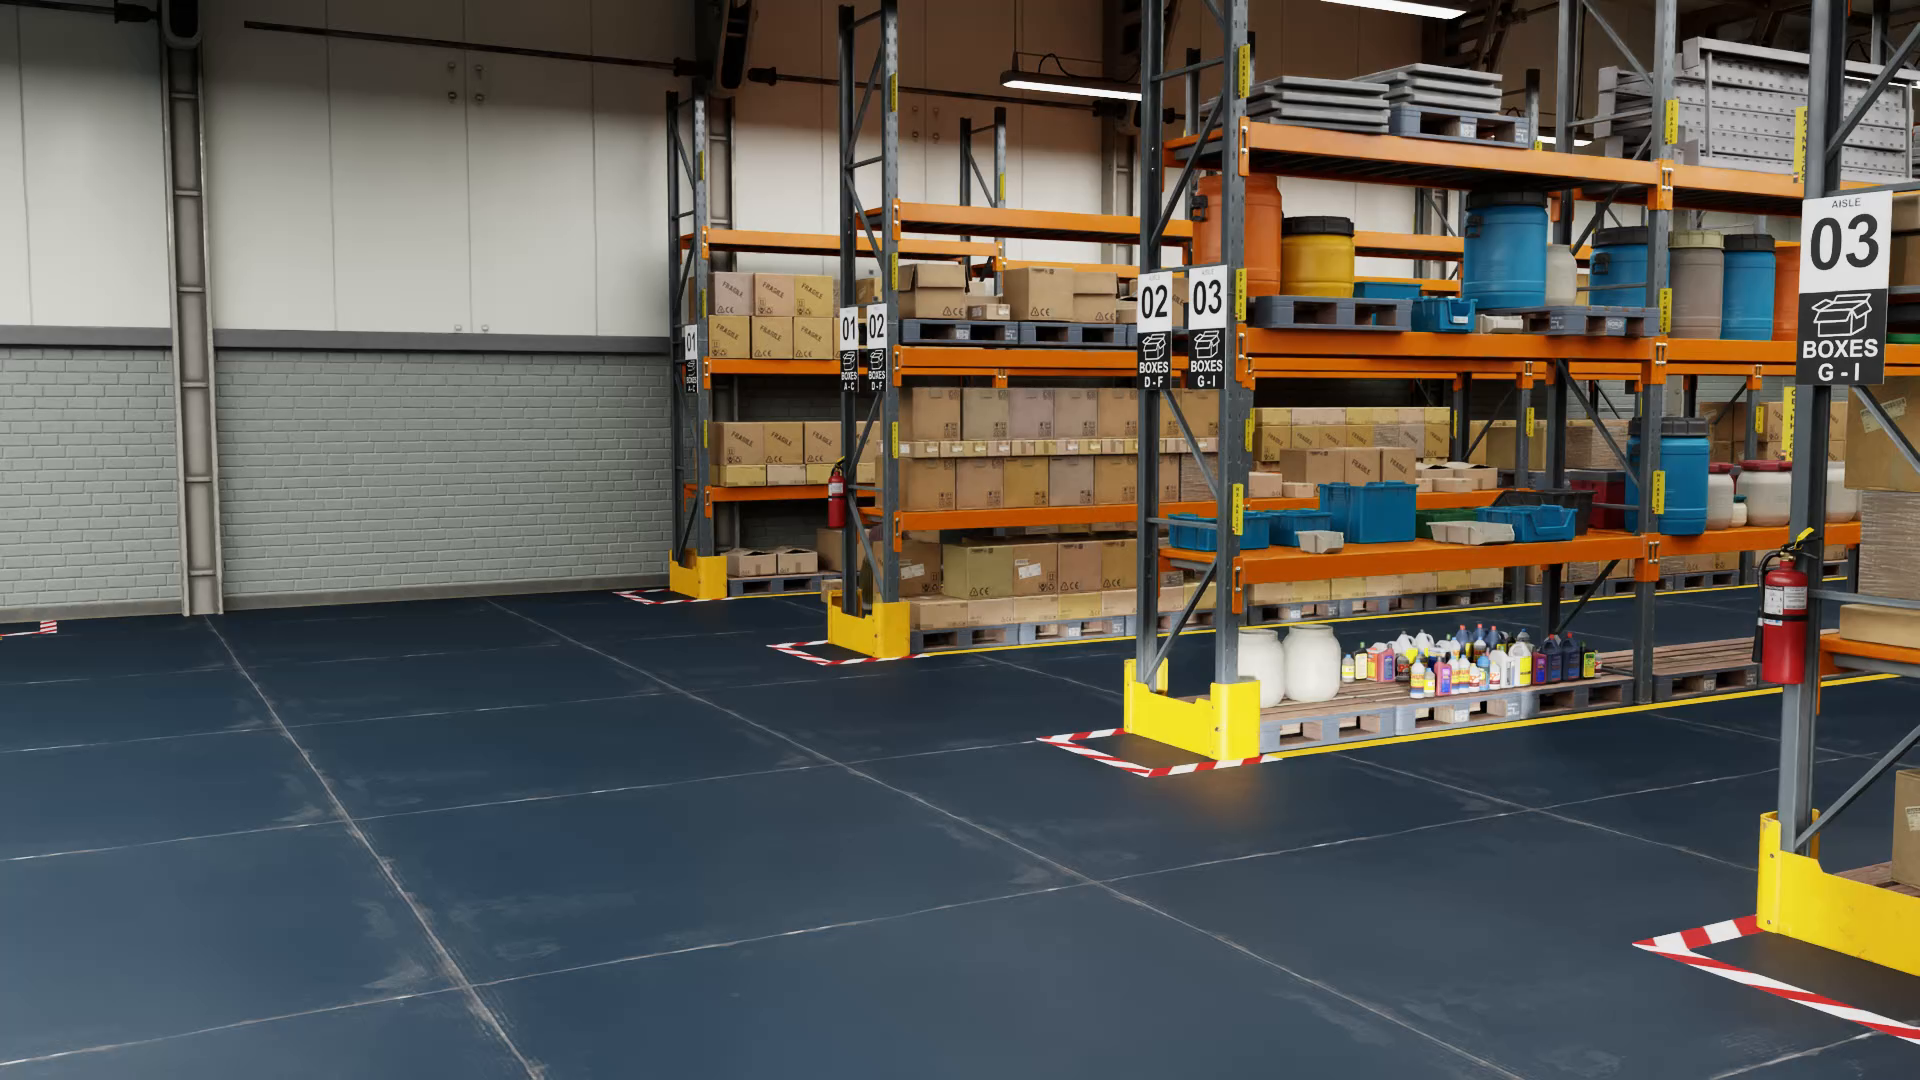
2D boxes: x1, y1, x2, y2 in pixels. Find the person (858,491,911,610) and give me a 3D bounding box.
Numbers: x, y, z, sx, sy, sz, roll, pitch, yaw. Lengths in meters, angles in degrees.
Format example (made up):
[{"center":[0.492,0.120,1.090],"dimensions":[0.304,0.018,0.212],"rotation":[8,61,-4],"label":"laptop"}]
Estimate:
[{"center":[-0.765,-0.098,18.309],"dimensions":[1.093,1.737,0.581],"rotation":[3,6,32],"label":"person"}]
